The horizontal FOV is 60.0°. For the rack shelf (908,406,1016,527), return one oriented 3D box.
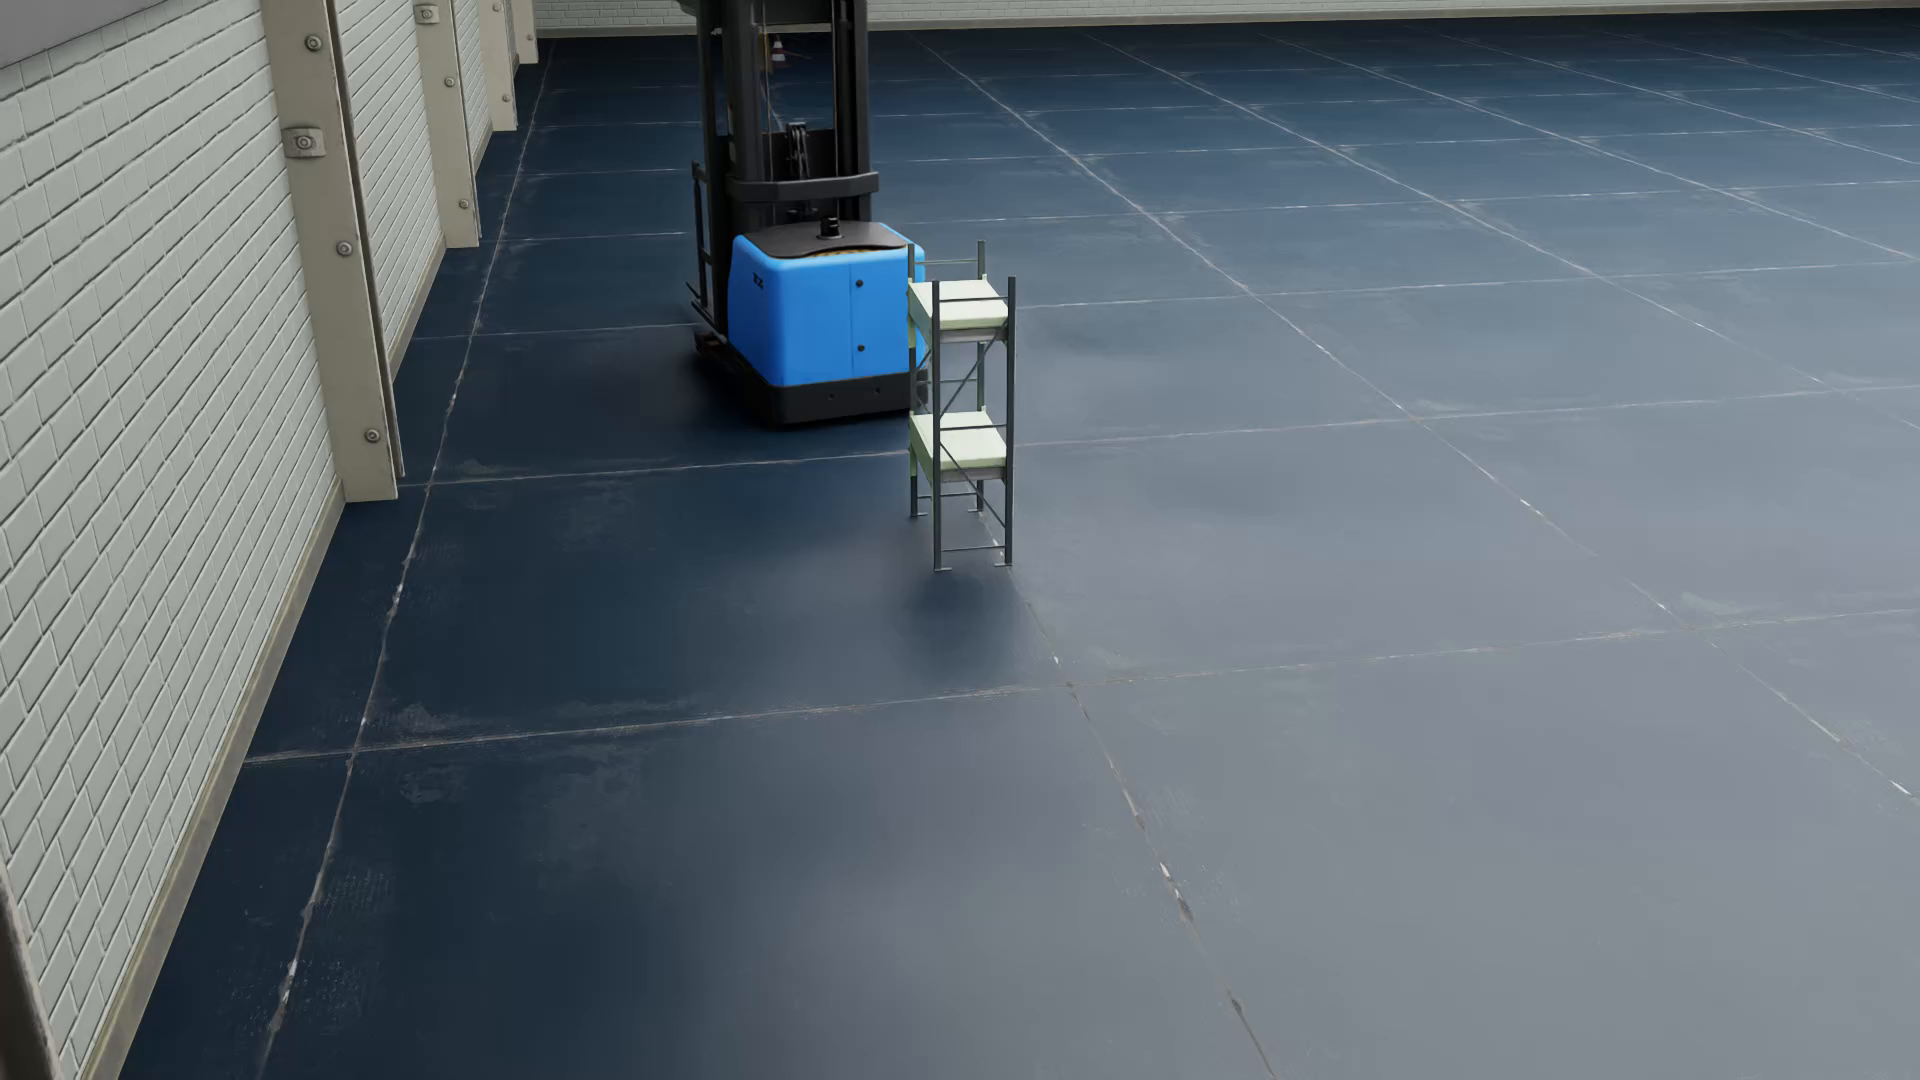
[{"bbox_3d":[-0.001,-0.391,8.586,0.431,0.370,0.720,-4,24,-10],"label":"rack shelf"}]

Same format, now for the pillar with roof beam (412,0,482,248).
[{"bbox_3d":[-0.208,-7.097,13.757,9.100,9.000,0.400,-4,24,-10],"label":"pillar with roof beam"}]

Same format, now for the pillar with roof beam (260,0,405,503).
[{"bbox_3d":[0.901,-4.737,8.353,9.100,9.000,0.400,-4,24,-10],"label":"pillar with roof beam"}]

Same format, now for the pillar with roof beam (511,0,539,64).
[{"bbox_3d":[-2.427,-11.817,24.564,9.100,9.000,0.400,-4,24,-10],"label":"pillar with roof beam"}]

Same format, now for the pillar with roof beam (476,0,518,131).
[{"bbox_3d":[-1.318,-9.457,19.160,9.100,9.000,0.400,-4,24,-10],"label":"pillar with roof beam"}]

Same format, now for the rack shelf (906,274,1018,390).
[{"bbox_3d":[-0.001,-1.048,8.300,0.431,0.370,0.720,-4,24,-10],"label":"rack shelf"}]

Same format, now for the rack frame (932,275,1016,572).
[{"bbox_3d":[0.066,-0.546,8.126,0.400,1.500,0.023,-4,24,-10],"label":"rack frame"}]

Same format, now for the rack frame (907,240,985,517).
[{"bbox_3d":[-0.069,-0.834,8.785,0.400,1.500,0.023,-4,24,-10],"label":"rack frame"}]

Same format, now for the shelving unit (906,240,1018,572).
[{"bbox_3d":[-0.001,-0.690,8.456,0.431,1.500,0.755,-4,24,-10],"label":"shelving unit"}]

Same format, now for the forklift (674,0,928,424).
[{"bbox_3d":[-1.220,-2.616,11.077,1.130,2.935,3.031,-9,25,-20],"label":"forklift"}]
